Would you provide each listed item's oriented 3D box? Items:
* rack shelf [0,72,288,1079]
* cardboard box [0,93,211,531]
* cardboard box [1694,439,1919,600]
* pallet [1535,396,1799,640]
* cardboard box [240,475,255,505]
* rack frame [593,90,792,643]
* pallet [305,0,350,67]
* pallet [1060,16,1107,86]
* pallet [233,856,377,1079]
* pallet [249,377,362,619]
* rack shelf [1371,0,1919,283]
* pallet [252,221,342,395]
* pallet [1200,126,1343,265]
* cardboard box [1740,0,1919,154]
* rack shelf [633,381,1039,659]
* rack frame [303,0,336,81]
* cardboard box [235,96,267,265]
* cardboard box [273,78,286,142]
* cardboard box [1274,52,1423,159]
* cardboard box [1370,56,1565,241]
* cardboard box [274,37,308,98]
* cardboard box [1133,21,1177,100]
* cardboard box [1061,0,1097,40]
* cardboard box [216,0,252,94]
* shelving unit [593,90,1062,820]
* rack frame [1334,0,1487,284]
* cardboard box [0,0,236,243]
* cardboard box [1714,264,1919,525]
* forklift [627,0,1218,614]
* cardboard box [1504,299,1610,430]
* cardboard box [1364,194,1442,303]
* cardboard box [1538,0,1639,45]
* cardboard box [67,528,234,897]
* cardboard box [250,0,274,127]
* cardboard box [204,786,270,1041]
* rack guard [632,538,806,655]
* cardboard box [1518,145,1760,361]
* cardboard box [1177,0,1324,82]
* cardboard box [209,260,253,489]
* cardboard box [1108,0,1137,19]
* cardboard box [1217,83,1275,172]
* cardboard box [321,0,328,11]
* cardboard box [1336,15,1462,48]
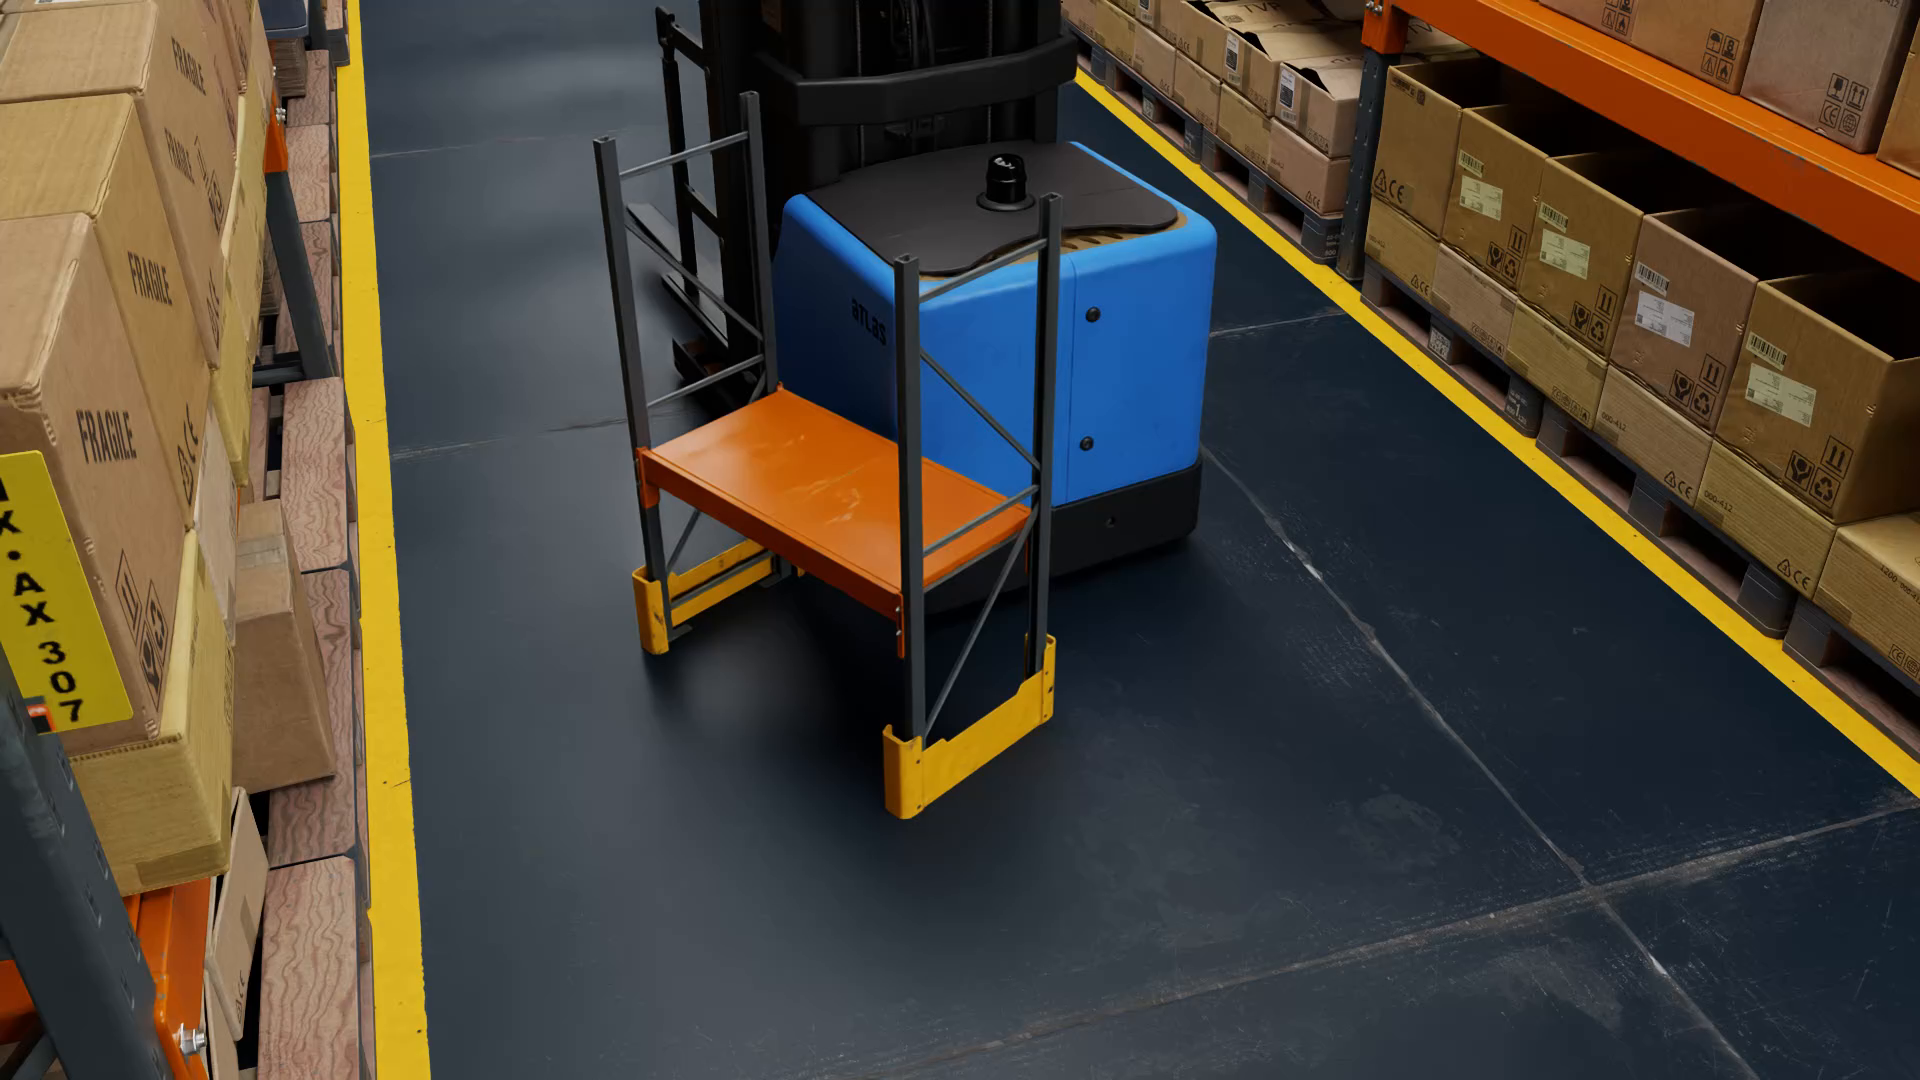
[{"bbox_3d":[-2.047,-0.238,3.542,1.077,0.370,4.000,-10,35,-15],"label":"rack shelf"},{"bbox_3d":[-1.437,-0.309,2.435,0.500,0.500,0.500,-10,35,-15],"label":"cardboard box"},{"bbox_3d":[2.517,-0.106,4.802,0.500,0.250,0.500,-10,35,-15],"label":"cardboard box"},{"bbox_3d":[2.638,-0.194,5.351,1.003,0.211,1.213,-10,35,-15],"label":"pallet"},{"bbox_3d":[-2.302,-0.191,4.686,0.500,0.500,0.500,-13,35,-18],"label":"cardboard box"},{"bbox_3d":[-0.697,-0.426,4.534,0.032,1.500,0.500,27,42,35],"label":"rack frame"},{"bbox_3d":[-4.046,-2.952,9.525,1.003,0.211,1.213,-10,35,-15],"label":"pallet"},{"bbox_3d":[1.054,-2.921,9.479,1.003,0.211,1.213,-10,35,-15],"label":"pallet"},{"bbox_3d":[-1.674,1.203,3.238,1.003,0.211,1.213,-10,35,-15],"label":"pallet"},{"bbox_3d":[-2.418,-0.078,5.177,1.003,0.211,1.213,-10,35,-15],"label":"pallet"},{"bbox_3d":[2.670,-1.073,4.805,1.077,0.370,4.000,-10,35,-15],"label":"rack shelf"},{"bbox_3d":[-2.896,-0.833,6.320,1.003,0.211,1.213,-10,35,-15],"label":"pallet"},{"bbox_3d":[1.798,-1.640,7.540,1.003,0.211,1.213,-10,35,-15],"label":"pallet"},{"bbox_3d":[2.675,-1.424,4.594,0.700,0.500,0.500,-9,35,-13],"label":"cardboard box"},{"bbox_3d":[-0.325,-0.084,4.343,1.000,0.185,0.538,27,42,35],"label":"rack shelf"},{"bbox_3d":[-3.877,-3.688,8.111,1.000,3.000,0.127,-10,35,-15],"label":"rack frame"},{"bbox_3d":[-1.911,-0.812,3.876,0.500,0.250,0.500,-10,35,-15],"label":"cardboard box"},{"bbox_3d":[-3.383,-1.914,7.293,0.700,0.500,0.500,-10,35,-15],"label":"cardboard box"},{"bbox_3d":[1.663,-1.850,6.933,0.500,0.311,0.500,-10,35,-15],"label":"cardboard box"},{"bbox_3d":[1.903,-1.468,6.184,0.500,0.500,0.500,-10,35,-15],"label":"cardboard box"},{"bbox_3d":[-3.608,-2.460,8.120,0.700,0.500,0.500,-10,35,-14],"label":"cardboard box"},{"bbox_3d":[1.194,-2.422,8.308,0.500,0.250,0.500,-9,35,-14],"label":"cardboard box"},{"bbox_3d":[0.874,-2.963,9.127,0.500,0.250,0.500,-11,35,-16],"label":"cardboard box"},{"bbox_3d":[-2.060,-1.390,4.070,0.500,0.500,0.500,-10,35,-15],"label":"cardboard box"},{"bbox_3d":[-0.332,-0.238,4.249,1.083,1.500,0.587,27,42,35],"label":"shelving unit"},{"bbox_3d":[2.060,-2.423,6.196,1.000,3.000,0.127,-10,35,-15],"label":"rack frame"},{"bbox_3d":[-1.758,-0.850,3.254,0.500,0.500,0.500,-9,34,-13],"label":"cardboard box"},{"bbox_3d":[2.514,-0.418,4.595,0.500,0.500,0.500,-10,35,-15],"label":"cardboard box"},{"bbox_3d":[-0.393,-1.800,5.316,1.130,2.935,3.031,-16,37,-23],"label":"forklift"},{"bbox_3d":[2.208,-0.630,5.596,0.500,0.250,0.500,-10,35,-15],"label":"cardboard box"},{"bbox_3d":[1.912,-1.157,6.393,0.500,0.250,0.500,-10,35,-15],"label":"cardboard box"},{"bbox_3d":[2.368,-1.957,5.400,0.700,0.500,0.500,-10,35,-15],"label":"cardboard box"},{"bbox_3d":[-1.283,0.257,2.259,0.500,0.250,0.500,-11,35,-16],"label":"cardboard box"},{"bbox_3d":[-2.224,-1.336,4.669,0.500,0.250,0.500,-10,35,-15],"label":"cardboard box"},{"bbox_3d":[-1.736,0.772,3.400,0.500,0.311,0.500,-7,34,-11],"label":"cardboard box"},{"bbox_3d":[-0.696,0.096,4.878,0.087,0.250,0.587,27,42,35],"label":"rack guard"},{"bbox_3d":[2.208,-0.943,5.389,0.500,0.500,0.500,-10,35,-15],"label":"cardboard box"},{"bbox_3d":[1.348,-2.384,7.742,0.500,0.311,0.500,-10,35,-15],"label":"cardboard box"},{"bbox_3d":[-1.605,-0.282,3.074,0.500,0.250,0.500,-11,35,-15],"label":"cardboard box"},{"bbox_3d":[1.041,-2.918,8.550,0.500,0.311,0.500,-11,35,-16],"label":"cardboard box"},{"bbox_3d":[1.505,-1.886,7.497,0.500,0.250,0.500,-11,35,-15],"label":"cardboard box"},{"bbox_3d":[-3.976,-3.375,9.205,0.750,0.750,0.750,-10,35,-15],"label":"cardboard box"},{"bbox_3d":[2.023,-2.208,7.475,0.500,0.311,0.500,-10,35,-15],"label":"cardboard box"}]
